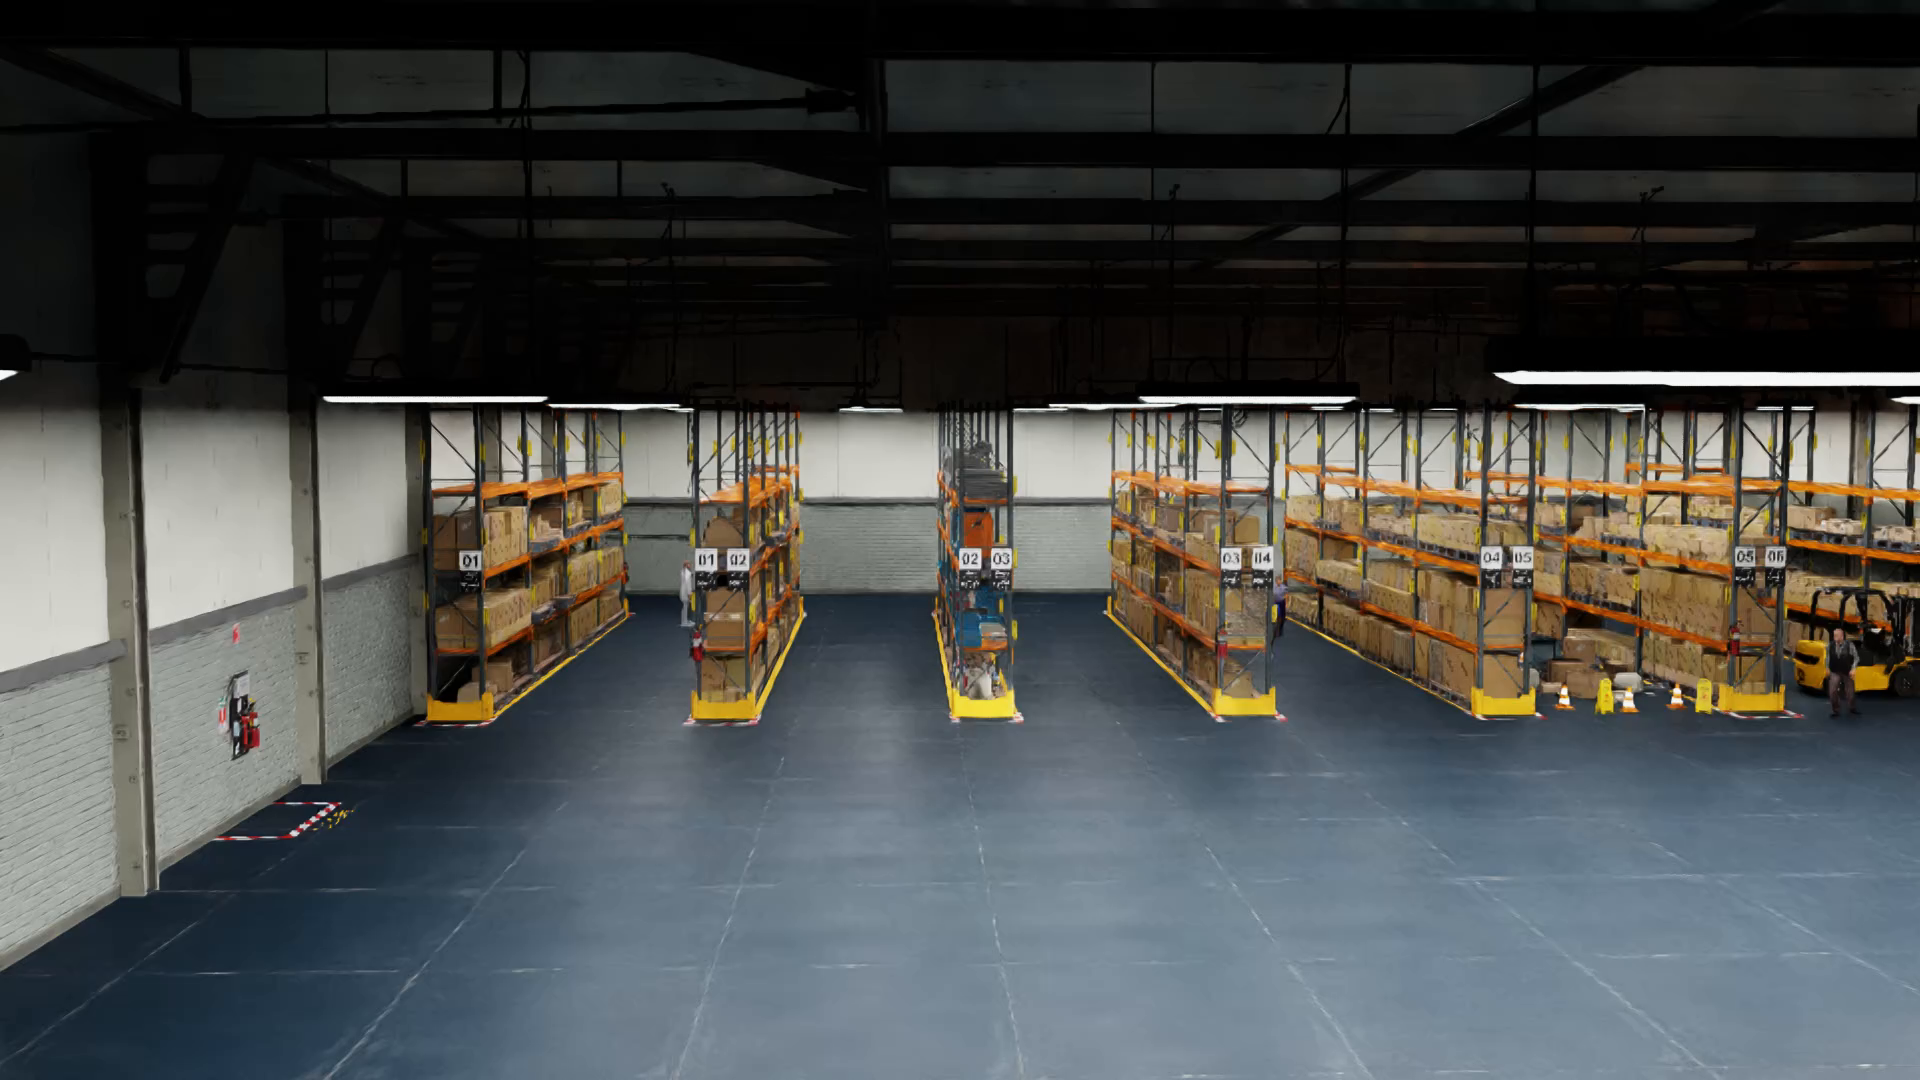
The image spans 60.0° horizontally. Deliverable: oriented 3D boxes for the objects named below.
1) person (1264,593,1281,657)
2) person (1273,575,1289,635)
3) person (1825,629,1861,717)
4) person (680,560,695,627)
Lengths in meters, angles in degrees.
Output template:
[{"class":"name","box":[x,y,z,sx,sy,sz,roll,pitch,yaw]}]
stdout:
[{"class":"person","box":[7.219,1.989,38.540,0.447,1.571,1.078,0,4,-4]},{"class":"person","box":[8.177,1.676,42.932,0.625,1.596,0.517,0,4,-4]},{"class":"person","box":[16.701,2.501,31.441,0.635,1.687,0.670,3,5,35]},{"class":"person","box":[-7.327,1.415,44.742,0.448,1.784,0.678,-2,5,-21]}]
